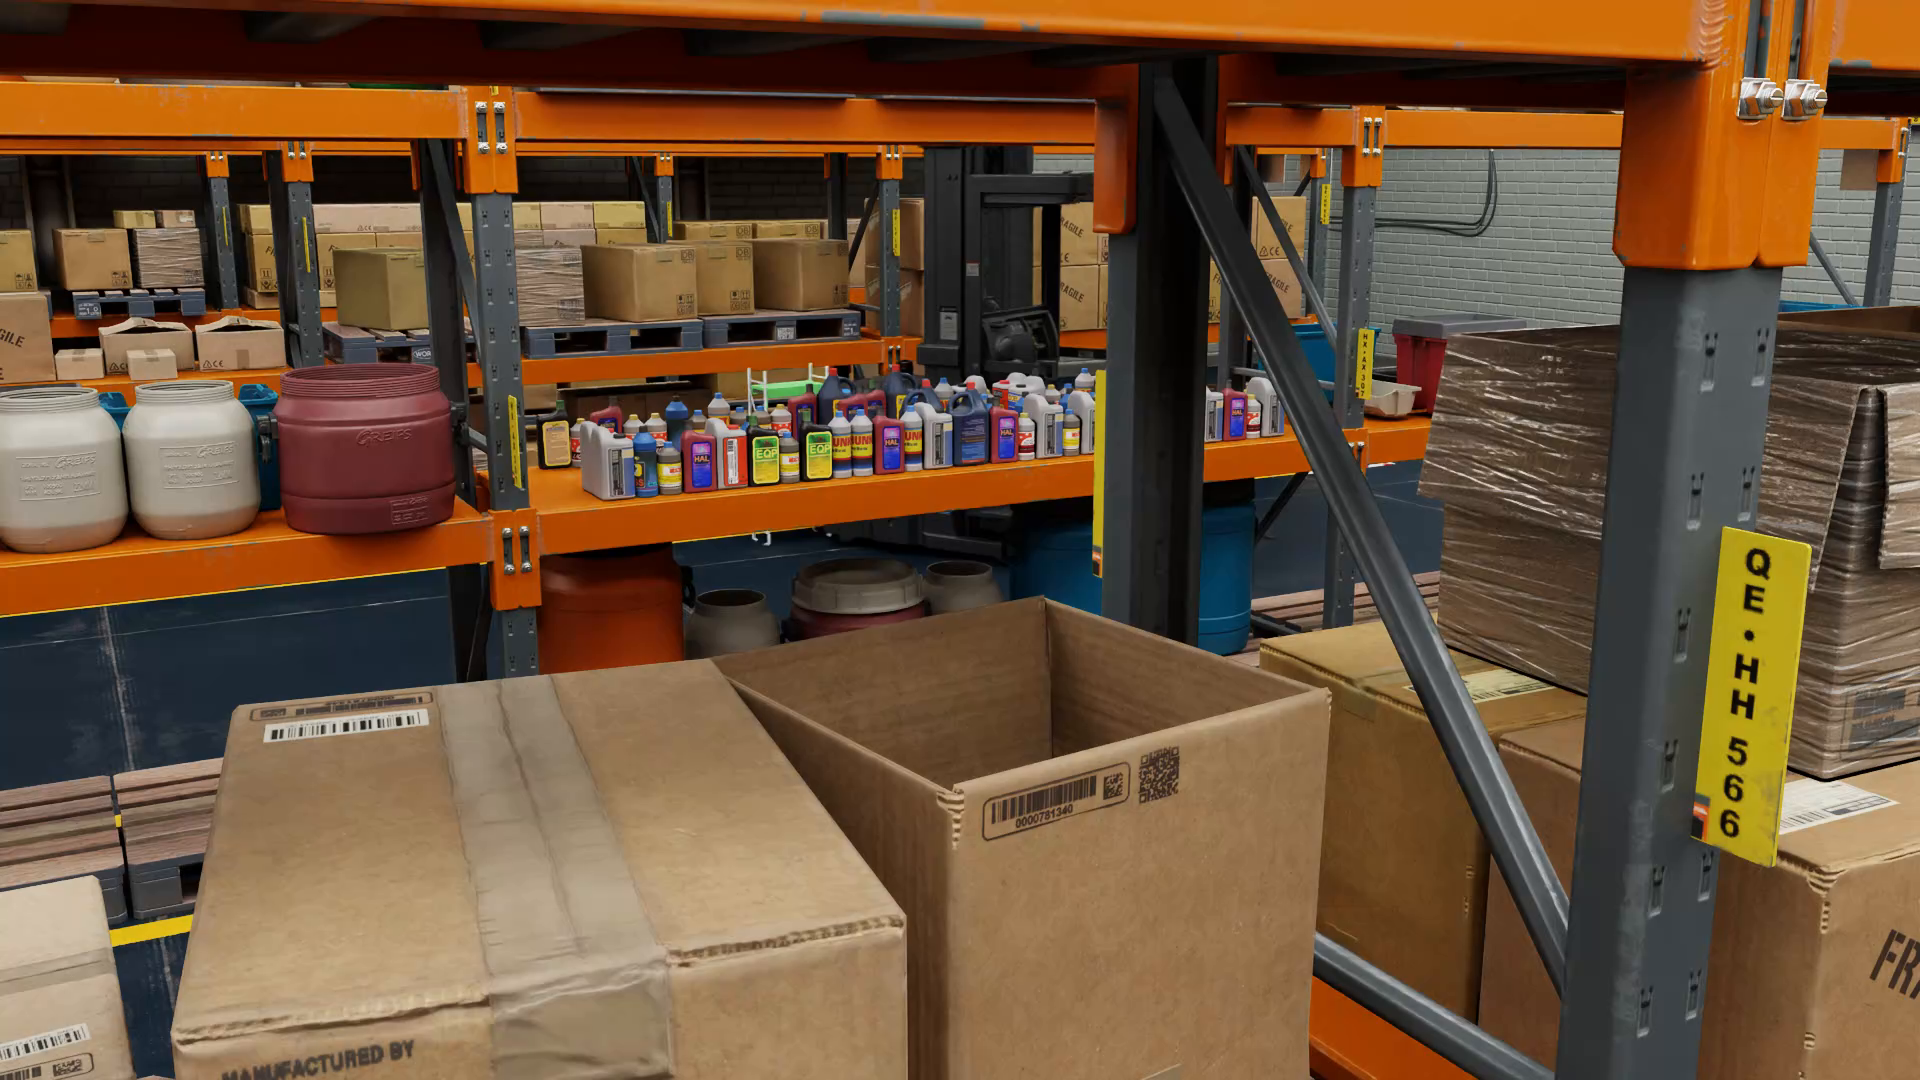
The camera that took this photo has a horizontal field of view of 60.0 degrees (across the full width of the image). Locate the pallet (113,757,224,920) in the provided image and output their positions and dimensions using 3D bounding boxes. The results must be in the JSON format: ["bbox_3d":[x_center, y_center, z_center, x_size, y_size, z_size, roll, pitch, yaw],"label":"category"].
[{"bbox_3d":[-2.567,1.057,6.433,1.213,0.211,1.003,-7,14,-28],"label":"pallet"}]

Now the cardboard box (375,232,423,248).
[{"bbox_3d":[-5.166,-2.598,15.370,0.500,0.500,0.500,-7,14,-28],"label":"cardboard box"}]

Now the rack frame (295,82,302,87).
[{"bbox_3d":[-4.239,-4.260,10.041,0.127,3.000,1.000,-7,14,-28],"label":"rack frame"}]

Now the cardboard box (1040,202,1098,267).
[{"bbox_3d":[0.725,-2.394,12.909,0.500,0.500,0.500,-7,15,-30],"label":"cardboard box"}]

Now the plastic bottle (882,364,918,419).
[{"bbox_3d":[-0.276,-0.641,7.738,0.185,0.351,0.144,-7,14,-28],"label":"plastic bottle"}]

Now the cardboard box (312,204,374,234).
[{"bbox_3d":[-5.622,-2.911,15.055,0.500,0.250,0.500,-7,14,-29],"label":"cardboard box"}]

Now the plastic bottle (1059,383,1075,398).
[{"bbox_3d":[0.532,-0.671,8.210,0.097,0.201,0.097,0,13,0],"label":"plastic bottle"}]

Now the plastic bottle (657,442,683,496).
[{"bbox_3d":[-1.134,-0.281,6.480,0.097,0.201,0.097,0,13,0],"label":"plastic bottle"}]

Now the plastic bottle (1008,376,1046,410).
[{"bbox_3d":[0.314,-0.636,7.886,0.135,0.276,0.152,-7,14,-28],"label":"plastic bottle"}]

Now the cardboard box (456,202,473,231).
[{"bbox_3d":[-4.740,-3.020,15.536,0.500,0.250,0.500,-7,15,-29],"label":"cardboard box"}]

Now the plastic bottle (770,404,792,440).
[{"bbox_3d":[-0.807,-0.510,7.497,0.097,0.201,0.097,0,13,0],"label":"plastic bottle"}]

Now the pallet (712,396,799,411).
[{"bbox_3d":[-2.400,-1.412,17.404,1.213,0.211,1.003,-7,14,-28],"label":"pallet"}]

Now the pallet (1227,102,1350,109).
[{"bbox_3d":[1.001,-2.069,7.567,1.003,0.211,1.213,-7,14,-28],"label":"pallet"}]

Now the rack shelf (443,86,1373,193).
[{"bbox_3d":[-0.113,-1.701,7.141,4.000,0.370,1.077,-7,14,-28],"label":"rack shelf"}]

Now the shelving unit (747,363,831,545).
[{"bbox_3d":[-1.182,-0.603,11.555,0.503,1.200,0.258,-9,16,-35],"label":"shelving unit"}]

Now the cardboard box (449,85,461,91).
[{"bbox_3d":[-3.424,-2.951,10.830,0.500,0.500,0.910,-7,14,-28],"label":"cardboard box"}]

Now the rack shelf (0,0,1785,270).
[{"bbox_3d":[-1.251,-0.325,1.029,4.000,0.370,1.077,-7,14,-28],"label":"rack shelf"}]

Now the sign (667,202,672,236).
[{"bbox_3d":[-2.836,-3.131,16.231,0.005,0.325,0.100,-7,14,-28],"label":"sign"}]

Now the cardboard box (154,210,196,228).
[{"bbox_3d":[-6.904,-2.825,14.622,0.250,0.149,0.380,-9,16,-35],"label":"cardboard box"}]

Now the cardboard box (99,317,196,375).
[{"bbox_3d":[-5.117,-1.233,10.457,0.500,0.311,0.500,-7,14,-29],"label":"cardboard box"}]

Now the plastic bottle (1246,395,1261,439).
[{"bbox_3d":[1.363,-0.580,7.809,0.097,0.201,0.097,0,13,0],"label":"plastic bottle"}]

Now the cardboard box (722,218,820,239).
[{"bbox_3d":[-1.977,-2.984,17.353,0.700,0.700,0.980,-7,15,-29],"label":"cardboard box"}]

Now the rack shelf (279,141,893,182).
[{"bbox_3d":[-2.483,-2.656,11.384,4.000,0.370,1.077,-7,14,-28],"label":"rack shelf"}]

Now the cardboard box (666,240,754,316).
[{"bbox_3d":[-1.824,-1.916,12.107,0.500,0.500,0.700,-4,13,-19],"label":"cardboard box"}]

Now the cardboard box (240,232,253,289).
[{"bbox_3d":[-6.327,-2.591,15.340,0.500,0.500,0.500,-7,14,-28],"label":"cardboard box"}]

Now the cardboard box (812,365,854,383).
[{"bbox_3d":[-1.505,-1.858,17.770,0.500,0.500,0.700,-6,14,-27],"label":"cardboard box"}]

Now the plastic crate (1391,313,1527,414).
[{"bbox_3d":[2.546,-0.905,8.515,0.583,0.464,0.402,-7,14,-28],"label":"plastic crate"}]

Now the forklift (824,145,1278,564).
[{"bbox_3d":[0.579,-1.344,10.904,3.031,2.935,1.130,8,15,30],"label":"forklift"}]

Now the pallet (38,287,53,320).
[{"bbox_3d":[-8.333,-1.977,14.000,1.213,0.211,1.003,-7,14,-28],"label":"pallet"}]

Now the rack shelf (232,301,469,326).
[{"bbox_3d":[-4.860,-2.146,15.954,4.000,0.370,1.077,-7,14,-28],"label":"rack shelf"}]

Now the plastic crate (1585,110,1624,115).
[{"bbox_3d":[3.458,-2.289,8.717,0.530,0.136,0.437,-7,14,-28],"label":"plastic crate"}]

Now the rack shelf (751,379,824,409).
[{"bbox_3d":[-1.182,-1.009,11.463,0.480,0.148,0.258,-9,16,-35],"label":"rack shelf"}]

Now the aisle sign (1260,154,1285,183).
[{"bbox_3d":[2.702,-3.506,14.437,0.004,0.787,0.394,-7,14,-28],"label":"aisle sign"}]

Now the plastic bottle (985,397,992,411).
[{"bbox_3d":[0.131,-0.482,7.213,0.097,0.271,0.097,0,13,0],"label":"plastic bottle"}]

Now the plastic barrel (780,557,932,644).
[{"bbox_3d":[-0.456,0.420,7.446,0.708,0.588,0.600,-7,14,-28],"label":"plastic barrel"}]

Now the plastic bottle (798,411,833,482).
[{"bbox_3d":[-0.586,-0.382,6.742,0.133,0.283,0.061,-7,14,-28],"label":"plastic bottle"}]

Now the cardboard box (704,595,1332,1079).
[{"bbox_3d":[0.050,0.388,1.871,0.500,0.500,0.500,-9,16,-35],"label":"cardboard box"}]

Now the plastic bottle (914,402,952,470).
[{"bbox_3d":[-0.117,-0.446,7.043,0.135,0.276,0.152,-7,14,-28],"label":"plastic bottle"}]

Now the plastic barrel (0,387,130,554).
[{"bbox_3d":[-3.039,-0.239,5.583,0.421,0.512,0.421,0,13,0],"label":"plastic barrel"}]

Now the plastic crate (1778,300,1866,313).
[{"bbox_3d":[4.949,-1.195,9.869,0.499,0.435,0.616,-7,14,-28],"label":"plastic crate"}]

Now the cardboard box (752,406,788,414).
[{"bbox_3d":[-1.269,-0.745,12.778,0.500,0.500,0.500,-8,15,-30],"label":"cardboard box"}]

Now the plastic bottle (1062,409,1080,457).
[{"bbox_3d":[0.481,-0.475,7.340,0.097,0.201,0.097,0,13,0],"label":"plastic bottle"}]

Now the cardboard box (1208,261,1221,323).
[{"bbox_3d":[2.067,-2.068,13.740,0.500,0.500,0.500,-7,14,-27],"label":"cardboard box"}]

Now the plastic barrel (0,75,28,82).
[{"bbox_3d":[-3.268,-1.937,5.576,0.708,0.830,0.600,-7,14,-28],"label":"plastic barrel"}]

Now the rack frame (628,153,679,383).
[{"bbox_3d":[-3.105,-2.708,16.809,0.127,3.000,1.000,-7,14,-28],"label":"rack frame"}]

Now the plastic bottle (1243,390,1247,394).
[{"bbox_3d":[1.375,-0.620,7.985,0.097,0.201,0.097,0,13,0],"label":"plastic bottle"}]

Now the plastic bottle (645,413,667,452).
[{"bbox_3d":[-1.320,-0.449,7.224,0.097,0.201,0.097,0,13,0],"label":"plastic bottle"}]

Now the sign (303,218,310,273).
[{"bbox_3d":[-3.970,-1.791,10.099,0.005,0.325,0.100,-7,14,-28],"label":"sign"}]

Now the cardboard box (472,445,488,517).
[{"bbox_3d":[-3.245,-0.377,11.143,0.500,0.500,0.500,-7,15,-30],"label":"cardboard box"}]
